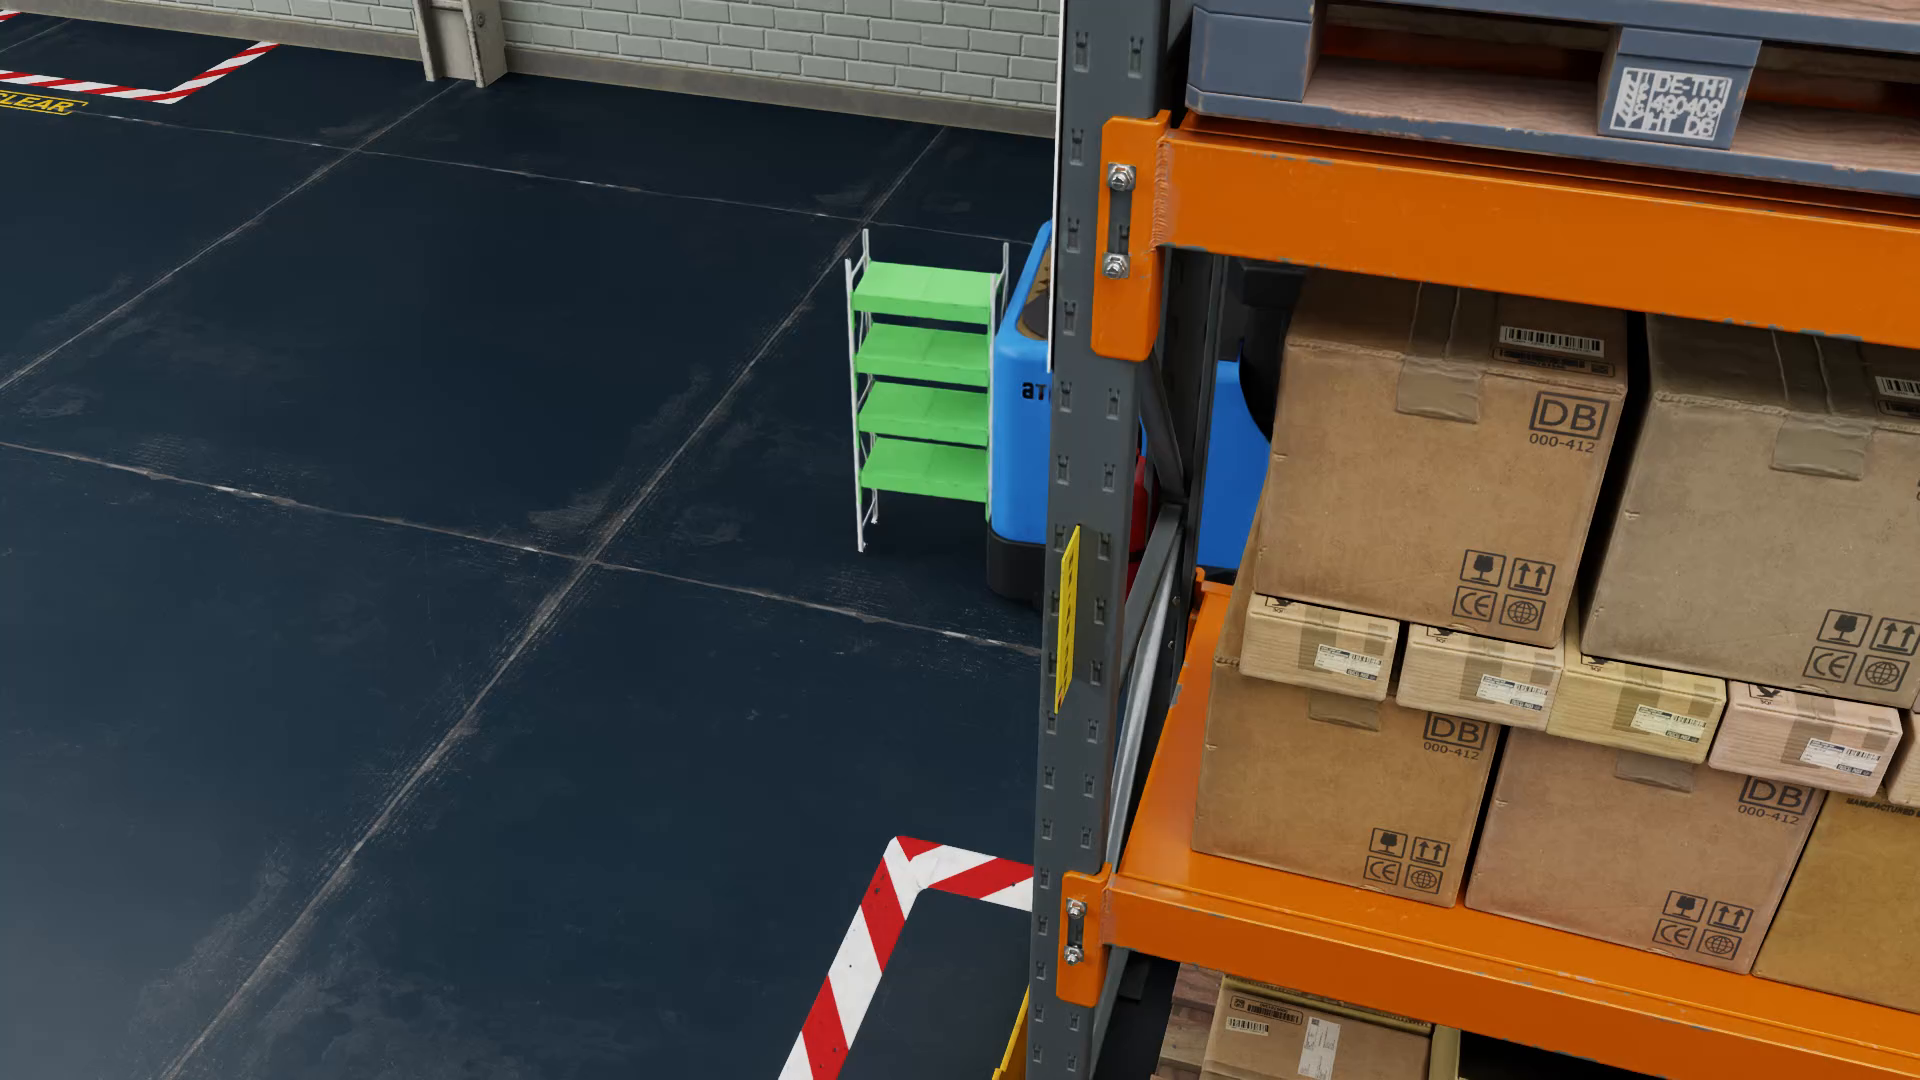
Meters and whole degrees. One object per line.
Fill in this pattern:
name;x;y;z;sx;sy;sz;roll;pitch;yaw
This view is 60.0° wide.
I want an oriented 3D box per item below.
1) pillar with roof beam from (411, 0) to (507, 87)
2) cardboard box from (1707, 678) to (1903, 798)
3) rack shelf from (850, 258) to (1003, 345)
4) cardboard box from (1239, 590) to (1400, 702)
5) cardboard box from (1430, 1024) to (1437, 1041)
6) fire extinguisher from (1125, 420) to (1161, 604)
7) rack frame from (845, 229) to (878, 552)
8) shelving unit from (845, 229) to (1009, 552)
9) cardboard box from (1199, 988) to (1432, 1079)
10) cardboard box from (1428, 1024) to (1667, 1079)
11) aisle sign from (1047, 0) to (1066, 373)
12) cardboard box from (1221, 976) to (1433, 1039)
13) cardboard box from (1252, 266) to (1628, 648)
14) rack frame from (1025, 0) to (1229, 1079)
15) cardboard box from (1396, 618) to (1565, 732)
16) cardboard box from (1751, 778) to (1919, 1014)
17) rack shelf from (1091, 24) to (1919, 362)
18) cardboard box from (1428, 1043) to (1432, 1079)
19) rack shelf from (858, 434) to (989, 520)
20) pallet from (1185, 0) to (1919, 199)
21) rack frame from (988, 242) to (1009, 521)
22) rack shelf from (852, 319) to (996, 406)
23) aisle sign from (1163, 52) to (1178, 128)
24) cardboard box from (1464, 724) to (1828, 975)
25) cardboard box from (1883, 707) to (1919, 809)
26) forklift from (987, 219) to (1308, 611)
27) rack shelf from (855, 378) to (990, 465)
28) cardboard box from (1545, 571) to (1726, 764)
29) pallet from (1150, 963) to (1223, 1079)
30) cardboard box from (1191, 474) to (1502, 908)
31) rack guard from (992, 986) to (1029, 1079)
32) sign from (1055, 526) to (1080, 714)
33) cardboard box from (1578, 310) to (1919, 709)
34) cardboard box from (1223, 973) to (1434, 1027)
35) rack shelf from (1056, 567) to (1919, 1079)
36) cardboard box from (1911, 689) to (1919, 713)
pillar with roof beam;-4.263;-4.008;4.104;0.400;9.000;9.100;10;38;14
cardboard box;1.389;0.228;2.778;0.250;0.149;0.380;10;38;13
rack shelf;-0.107;-0.812;5.639;0.480;0.148;0.258;7;37;10
cardboard box;0.658;0.092;2.963;0.250;0.149;0.380;10;38;14
cardboard box;1.428;1.150;4.123;0.500;0.250;0.500;10;38;14
fire extinguisher;0.373;-0.050;3.853;0.183;0.674;0.296;10;38;14
rack frame;-0.346;-0.507;5.927;0.015;1.200;0.240;7;37;10
shelving unit;-0.107;-0.477;5.885;0.503;1.200;0.258;7;37;10
cardboard box;0.793;1.361;3.836;0.500;0.250;0.500;10;38;14
cardboard box;1.271;1.146;3.495;0.500;0.500;0.500;10;38;14
aisle sign;0.194;-0.683;2.454;0.004;0.787;0.394;10;38;14
cardboard box;0.948;1.068;4.234;0.500;0.250;0.500;10;38;14
cardboard box;0.840;-0.261;2.896;0.500;0.500;0.700;11;38;14
rack frame;0.348;0.202;3.445;0.127;3.000;1.000;10;38;14
cardboard box;0.911;0.137;2.902;0.250;0.149;0.380;10;37;13
cardboard box;1.764;0.433;3.047;0.500;0.500;0.700;11;38;14
rack shelf;2.257;-0.363;2.289;4.000;0.370;1.077;10;38;14
cardboard box;1.272;1.447;3.718;0.500;0.250;0.500;10;38;14
rack shelf;-0.107;-0.232;6.065;0.480;0.148;0.258;7;37;10
pallet;1.015;-0.831;2.392;1.213;0.211;1.003;10;38;14
rack frame;0.131;-0.446;5.844;0.015;1.200;0.240;7;37;10
rack shelf;-0.107;-0.618;5.781;0.480;0.148;0.258;7;37;10
aisle sign;0.372;-1.023;2.916;0.004;0.787;0.394;10;38;14
cardboard box;1.292;0.342;3.171;0.500;0.500;0.700;11;38;15
cardboard box;1.644;0.273;2.716;0.250;0.149;0.380;9;37;12
forklift;1.667;-1.045;5.197;3.031;2.935;1.130;7;37;10
rack shelf;-0.107;-0.425;5.923;0.480;0.148;0.258;7;37;10
cardboard box;1.148;0.182;2.841;0.250;0.149;0.380;11;38;14
pallet;1.090;1.437;4.120;1.213;0.211;1.003;10;38;14
cardboard box;0.789;0.252;3.293;0.500;0.500;0.700;11;38;14
rack guard;0.325;1.205;4.191;0.348;0.500;1.175;10;38;14
sign;0.176;0.135;2.739;0.005;0.325;0.100;10;38;14
cardboard box;1.344;-0.172;2.774;0.500;0.500;0.700;10;37;13
cardboard box;0.948;0.765;4.013;0.500;0.500;0.500;10;38;14
rack shelf;2.257;0.845;3.178;4.000;0.370;1.077;10;38;14
cardboard box;1.825;-0.083;2.653;0.500;0.500;0.700;11;38;14
